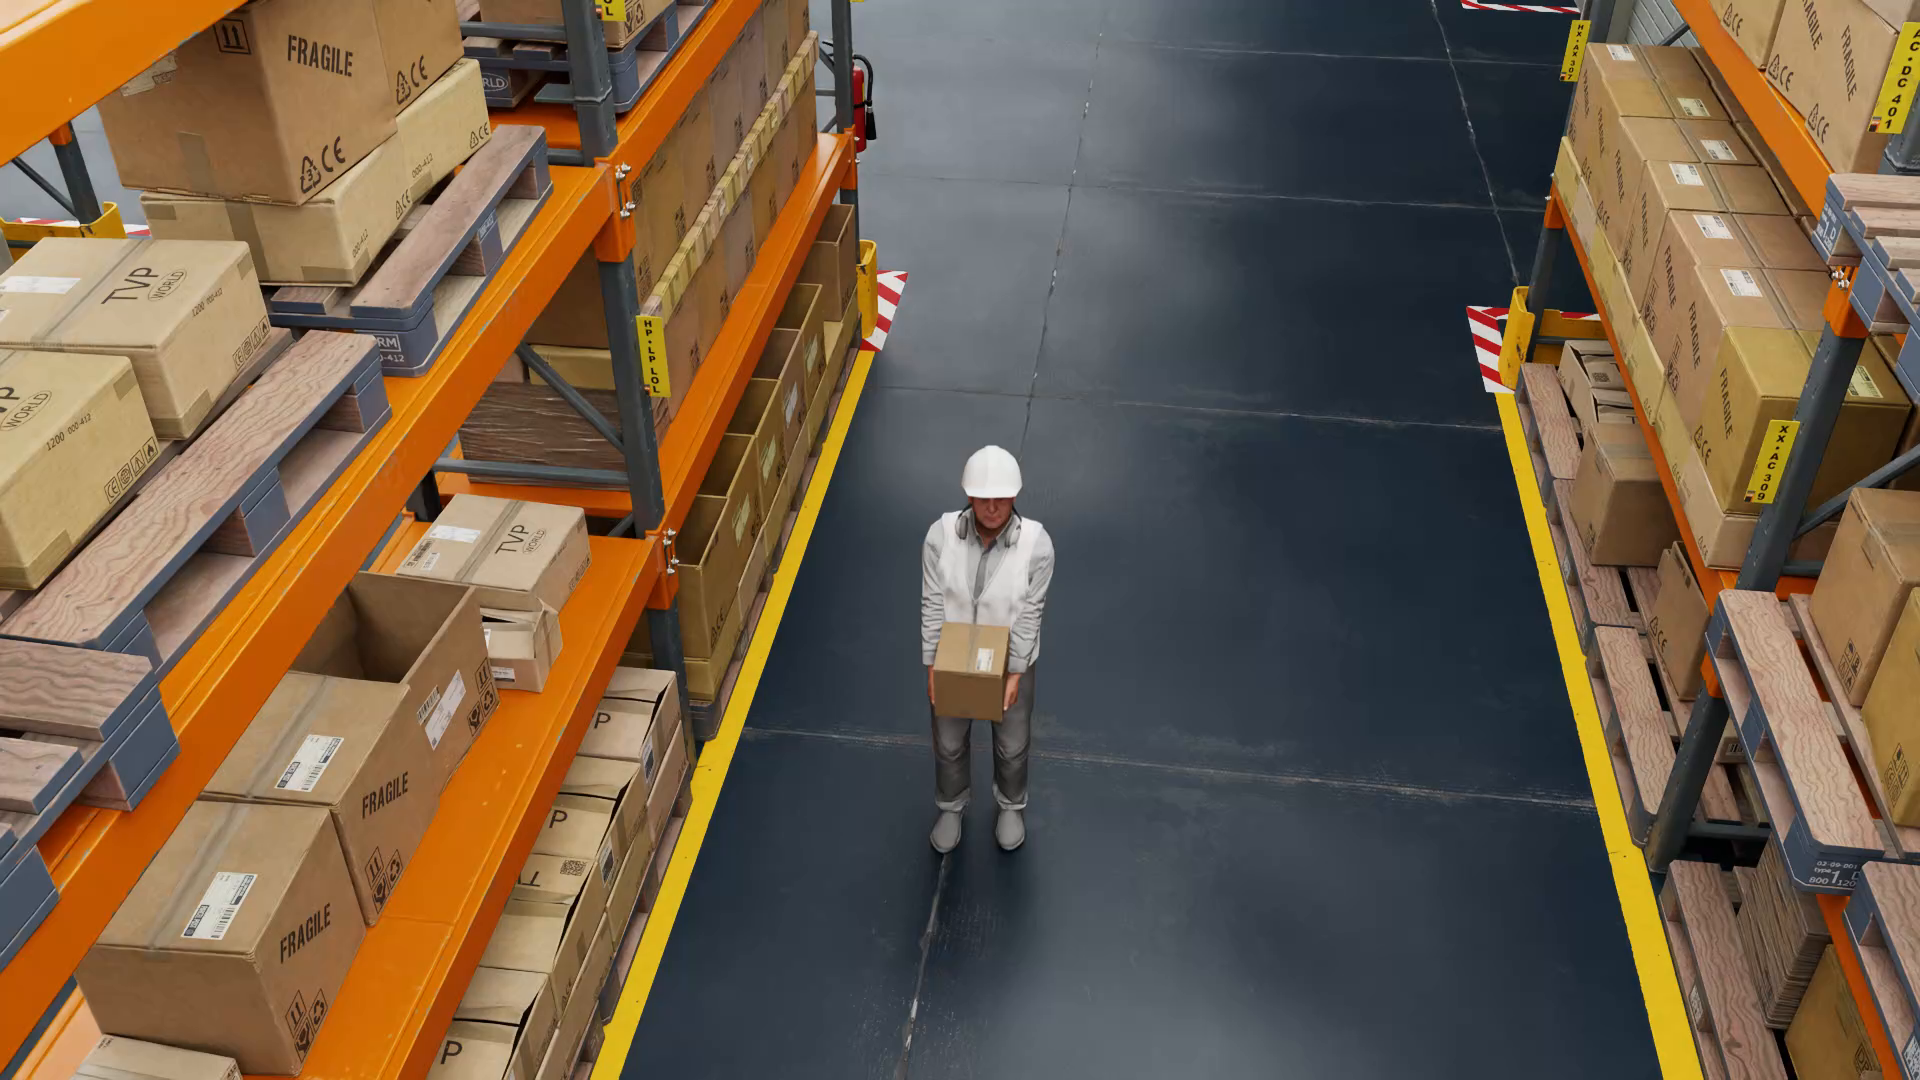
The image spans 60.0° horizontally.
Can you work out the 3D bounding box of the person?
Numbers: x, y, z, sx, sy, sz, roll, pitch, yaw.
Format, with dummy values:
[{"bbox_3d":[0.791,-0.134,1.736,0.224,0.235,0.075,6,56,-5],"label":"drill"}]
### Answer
[{"bbox_3d":[0.089,0.489,6.351,0.494,1.762,0.555,5,36,6],"label":"person"}]
